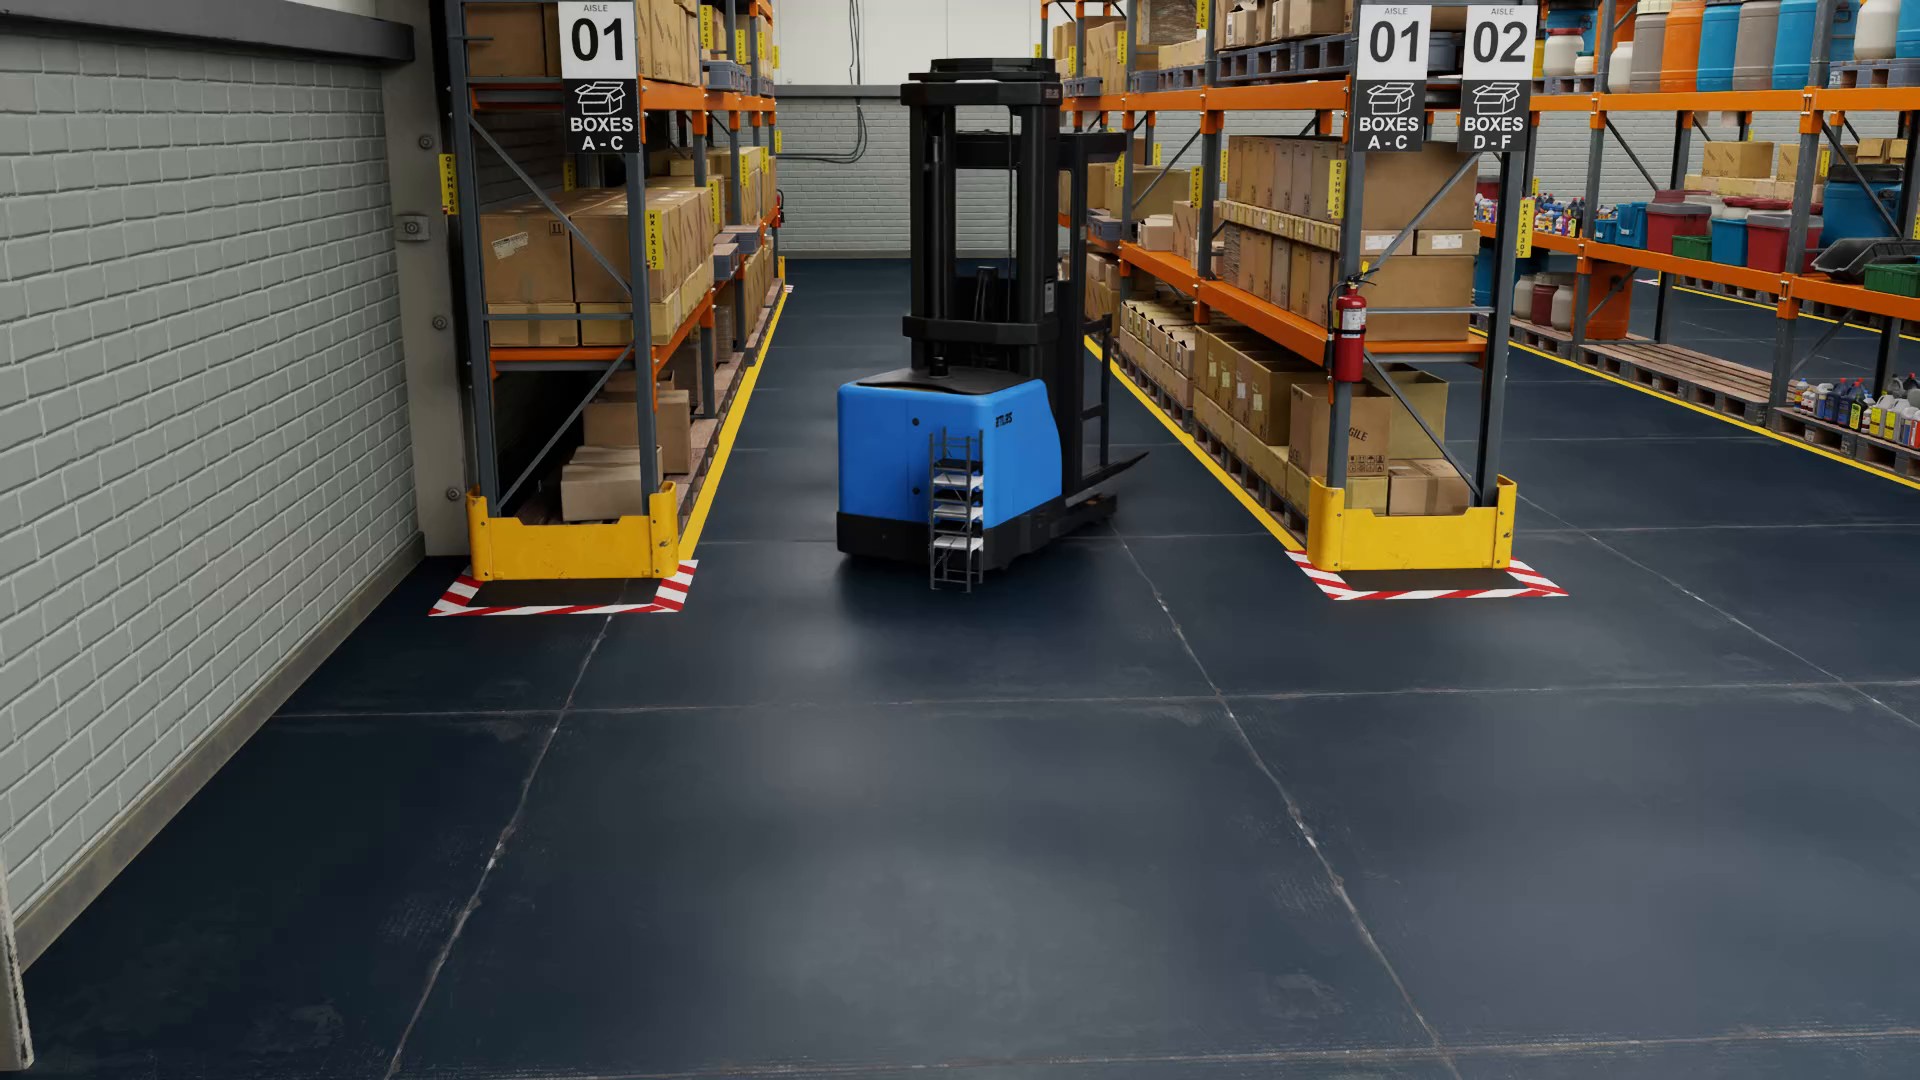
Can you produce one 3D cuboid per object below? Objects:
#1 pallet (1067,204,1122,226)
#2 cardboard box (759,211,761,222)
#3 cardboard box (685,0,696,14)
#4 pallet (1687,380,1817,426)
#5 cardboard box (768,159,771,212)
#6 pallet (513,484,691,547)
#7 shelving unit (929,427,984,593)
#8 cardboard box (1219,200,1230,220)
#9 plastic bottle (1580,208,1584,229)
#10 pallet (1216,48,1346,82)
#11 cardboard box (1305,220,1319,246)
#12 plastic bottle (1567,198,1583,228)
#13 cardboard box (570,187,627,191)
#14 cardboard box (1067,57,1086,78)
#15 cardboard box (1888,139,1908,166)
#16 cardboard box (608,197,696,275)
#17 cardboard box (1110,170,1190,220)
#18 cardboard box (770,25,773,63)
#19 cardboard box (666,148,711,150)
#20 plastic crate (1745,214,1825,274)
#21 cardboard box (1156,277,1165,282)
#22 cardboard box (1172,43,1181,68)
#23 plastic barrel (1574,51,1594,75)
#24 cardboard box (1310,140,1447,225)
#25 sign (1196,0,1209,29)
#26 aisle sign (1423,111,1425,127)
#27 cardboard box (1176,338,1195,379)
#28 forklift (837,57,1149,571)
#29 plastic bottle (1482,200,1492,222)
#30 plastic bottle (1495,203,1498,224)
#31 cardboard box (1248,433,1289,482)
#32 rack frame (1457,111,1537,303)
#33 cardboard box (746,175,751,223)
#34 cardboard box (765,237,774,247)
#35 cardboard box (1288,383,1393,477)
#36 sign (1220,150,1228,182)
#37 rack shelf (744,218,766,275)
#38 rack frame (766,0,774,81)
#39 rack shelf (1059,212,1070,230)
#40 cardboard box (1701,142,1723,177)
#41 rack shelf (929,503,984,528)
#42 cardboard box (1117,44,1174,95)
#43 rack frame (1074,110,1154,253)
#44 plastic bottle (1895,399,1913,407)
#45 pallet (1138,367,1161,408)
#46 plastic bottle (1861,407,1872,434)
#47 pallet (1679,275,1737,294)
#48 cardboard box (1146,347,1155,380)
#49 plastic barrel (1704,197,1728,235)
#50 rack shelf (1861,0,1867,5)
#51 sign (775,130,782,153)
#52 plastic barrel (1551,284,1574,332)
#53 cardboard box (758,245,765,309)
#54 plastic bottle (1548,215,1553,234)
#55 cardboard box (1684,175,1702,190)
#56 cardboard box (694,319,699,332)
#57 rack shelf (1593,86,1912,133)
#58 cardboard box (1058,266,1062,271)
[{"bbox_3d":[1.889,-4.017,20.504,1.003,0.211,1.213,-1,14,-3],"label":"pallet"},{"bbox_3d":[-2.653,-3.979,20.435,0.380,0.149,0.250,-1,14,-2],"label":"cardboard box"},{"bbox_3d":[-2.154,-3.981,11.712,0.500,0.500,0.500,0,14,0],"label":"cardboard box"},{"bbox_3d":[7.301,-1.241,14.924,1.003,0.211,1.213,-1,14,-3],"label":"pallet"},{"bbox_3d":[-3.108,-4.876,22.855,0.980,0.700,0.700,-2,15,-6],"label":"cardboard box"},{"bbox_3d":[-2.272,-0.120,10.568,1.003,0.211,1.213,-1,14,-3],"label":"pallet"},{"bbox_3d":[-0.019,-0.170,9.379,0.258,0.900,0.210,5,15,20],"label":"shelving unit"},{"bbox_3d":[2.267,-2.614,13.162,0.380,0.149,0.250,-1,14,-4],"label":"cardboard box"},{"bbox_3d":[7.350,-3.789,19.480,0.152,0.276,0.135,-1,14,-3],"label":"plastic bottle"},{"bbox_3d":[2.523,-3.519,12.341,1.003,0.211,1.213,-1,14,-3],"label":"pallet"},{"bbox_3d":[2.431,-1.972,10.668,0.380,0.149,0.250,-1,14,-3],"label":"cardboard box"},{"bbox_3d":[7.201,-3.829,19.486,0.144,0.351,0.185,-1,14,-3],"label":"plastic bottle"},{"bbox_3d":[-2.679,-2.424,12.682,0.500,0.500,0.500,-1,14,-5],"label":"cardboard box"},{"bbox_3d":[1.647,-6.049,21.296,0.500,0.250,0.500,-1,14,-3],"label":"cardboard box"},{"bbox_3d":[11.915,-4.667,20.432,0.797,0.503,0.637,-1,14,-3],"label":"cardboard box"},{"bbox_3d":[-2.072,-2.052,11.238,0.500,0.500,0.500,0,14,-2],"label":"cardboard box"},{"bbox_3d":[2.045,-3.722,17.930,0.700,0.500,0.500,-6,16,-22],"label":"cardboard box"},{"bbox_3d":[-2.926,-7.045,23.621,0.500,0.500,0.500,-1,14,-4],"label":"cardboard box"},{"bbox_3d":[-3.152,-4.425,19.363,0.500,0.250,0.500,-1,14,-5],"label":"cardboard box"},{"bbox_3d":[7.053,-2.543,14.262,0.402,0.464,0.583,-1,14,-3],"label":"plastic crate"},{"bbox_3d":[2.352,-2.820,19.602,0.500,0.500,0.500,-1,14,-5],"label":"cardboard box"},{"bbox_3d":[2.331,-4.657,16.045,0.500,0.250,0.500,0,14,-2],"label":"cardboard box"},{"bbox_3d":[6.927,-5.245,18.305,0.301,0.262,0.301,0,14,0],"label":"plastic barrel"},{"bbox_3d":[2.634,-2.263,10.497,0.700,0.500,0.500,-1,14,-5],"label":"cardboard box"},{"bbox_3d":[1.903,-4.165,13.007,0.100,0.325,0.005,-1,14,-3],"label":"sign"},{"bbox_3d":[6.932,-6.662,25.183,0.394,0.787,0.004,-1,14,-3],"label":"aisle sign"},{"bbox_3d":[2.133,-1.560,14.121,0.500,0.311,0.500,-1,14,-3],"label":"cardboard box"},{"bbox_3d":[0.390,-1.559,10.705,1.130,2.935,3.031,7,16,27],"label":"forklift"},{"bbox_3d":[6.543,-4.082,20.631,0.097,0.271,0.097,0,14,0],"label":"plastic bottle"},{"bbox_3d":[6.598,-3.975,20.203,0.152,0.276,0.135,-1,14,-3],"label":"plastic bottle"},{"bbox_3d":[2.288,-0.575,11.417,0.500,0.250,0.500,-1,14,-3],"label":"cardboard box"},{"bbox_3d":[6.892,-4.386,21.553,1.000,3.000,0.127,-1,14,-3],"label":"rack frame"},{"bbox_3d":[-2.546,-3.696,18.032,0.500,0.500,0.500,0,14,-2],"label":"cardboard box"},{"bbox_3d":[-2.910,-4.333,24.219,0.380,0.149,0.250,-1,14,-4],"label":"cardboard box"},{"bbox_3d":[2.362,-0.690,10.358,0.500,0.500,0.500,-1,14,-3],"label":"cardboard box"},{"bbox_3d":[2.750,-3.886,17.285,0.100,0.325,0.005,-1,14,-3],"label":"sign"},{"bbox_3d":[-2.872,-3.387,19.115,1.077,0.370,4.000,-1,14,-3],"label":"rack shelf"},{"bbox_3d":[-3.243,-8.133,24.077,1.000,3.000,0.127,-1,14,-3],"label":"rack frame"},{"bbox_3d":[1.824,-4.459,23.282,1.077,0.370,4.000,-1,14,-3],"label":"rack shelf"},{"bbox_3d":[11.379,-5.644,24.641,0.500,0.500,0.500,-1,14,-5],"label":"cardboard box"},{"bbox_3d":[-0.019,-0.138,9.388,0.258,0.077,0.200,5,15,20],"label":"rack shelf"},{"bbox_3d":[2.135,-4.925,17.426,0.910,0.500,0.500,-1,14,-3],"label":"cardboard box"},{"bbox_3d":[1.948,-4.310,21.259,1.000,3.000,0.127,-1,14,-3],"label":"rack frame"},{"bbox_3d":[7.208,-0.939,12.739,0.152,0.276,0.135,-1,14,-3],"label":"plastic bottle"},{"bbox_3d":[2.281,-1.457,15.766,1.003,0.211,1.213,-1,14,-3],"label":"pallet"},{"bbox_3d":[7.030,-0.929,12.851,0.097,0.201,0.097,0,14,0],"label":"plastic bottle"},{"bbox_3d":[11.716,-3.909,25.296,1.003,0.211,1.213,-1,14,-3],"label":"pallet"},{"bbox_3d":[2.037,-1.671,15.676,0.500,0.250,0.500,-1,14,-2],"label":"cardboard box"},{"bbox_3d":[7.443,-3.088,16.284,0.421,0.512,0.421,0,14,0],"label":"plastic barrel"},{"bbox_3d":[11.960,-6.328,19.309,1.077,0.370,4.000,-1,14,-3],"label":"rack shelf"},{"bbox_3d":[-2.701,-5.908,24.670,0.100,0.325,0.005,-1,14,-3],"label":"sign"},{"bbox_3d":[6.969,-2.650,18.957,0.421,0.512,0.421,0,14,0],"label":"plastic barrel"},{"bbox_3d":[-2.826,-3.236,20.554,0.750,0.750,0.750,-1,14,-3],"label":"cardboard box"},{"bbox_3d":[6.668,-3.548,18.695,0.097,0.201,0.097,0,14,0],"label":"plastic bottle"},{"bbox_3d":[11.348,-5.405,25.218,0.500,0.250,0.500,-1,14,-5],"label":"cardboard box"},{"bbox_3d":[-2.629,-2.031,15.028,0.500,0.250,0.500,-1,14,-5],"label":"cardboard box"},{"bbox_3d":[7.264,-3.998,15.469,1.077,0.370,4.000,-1,14,-3],"label":"rack shelf"},{"bbox_3d":[1.513,-3.798,23.904,0.500,0.250,0.500,-1,14,-3],"label":"cardboard box"}]
